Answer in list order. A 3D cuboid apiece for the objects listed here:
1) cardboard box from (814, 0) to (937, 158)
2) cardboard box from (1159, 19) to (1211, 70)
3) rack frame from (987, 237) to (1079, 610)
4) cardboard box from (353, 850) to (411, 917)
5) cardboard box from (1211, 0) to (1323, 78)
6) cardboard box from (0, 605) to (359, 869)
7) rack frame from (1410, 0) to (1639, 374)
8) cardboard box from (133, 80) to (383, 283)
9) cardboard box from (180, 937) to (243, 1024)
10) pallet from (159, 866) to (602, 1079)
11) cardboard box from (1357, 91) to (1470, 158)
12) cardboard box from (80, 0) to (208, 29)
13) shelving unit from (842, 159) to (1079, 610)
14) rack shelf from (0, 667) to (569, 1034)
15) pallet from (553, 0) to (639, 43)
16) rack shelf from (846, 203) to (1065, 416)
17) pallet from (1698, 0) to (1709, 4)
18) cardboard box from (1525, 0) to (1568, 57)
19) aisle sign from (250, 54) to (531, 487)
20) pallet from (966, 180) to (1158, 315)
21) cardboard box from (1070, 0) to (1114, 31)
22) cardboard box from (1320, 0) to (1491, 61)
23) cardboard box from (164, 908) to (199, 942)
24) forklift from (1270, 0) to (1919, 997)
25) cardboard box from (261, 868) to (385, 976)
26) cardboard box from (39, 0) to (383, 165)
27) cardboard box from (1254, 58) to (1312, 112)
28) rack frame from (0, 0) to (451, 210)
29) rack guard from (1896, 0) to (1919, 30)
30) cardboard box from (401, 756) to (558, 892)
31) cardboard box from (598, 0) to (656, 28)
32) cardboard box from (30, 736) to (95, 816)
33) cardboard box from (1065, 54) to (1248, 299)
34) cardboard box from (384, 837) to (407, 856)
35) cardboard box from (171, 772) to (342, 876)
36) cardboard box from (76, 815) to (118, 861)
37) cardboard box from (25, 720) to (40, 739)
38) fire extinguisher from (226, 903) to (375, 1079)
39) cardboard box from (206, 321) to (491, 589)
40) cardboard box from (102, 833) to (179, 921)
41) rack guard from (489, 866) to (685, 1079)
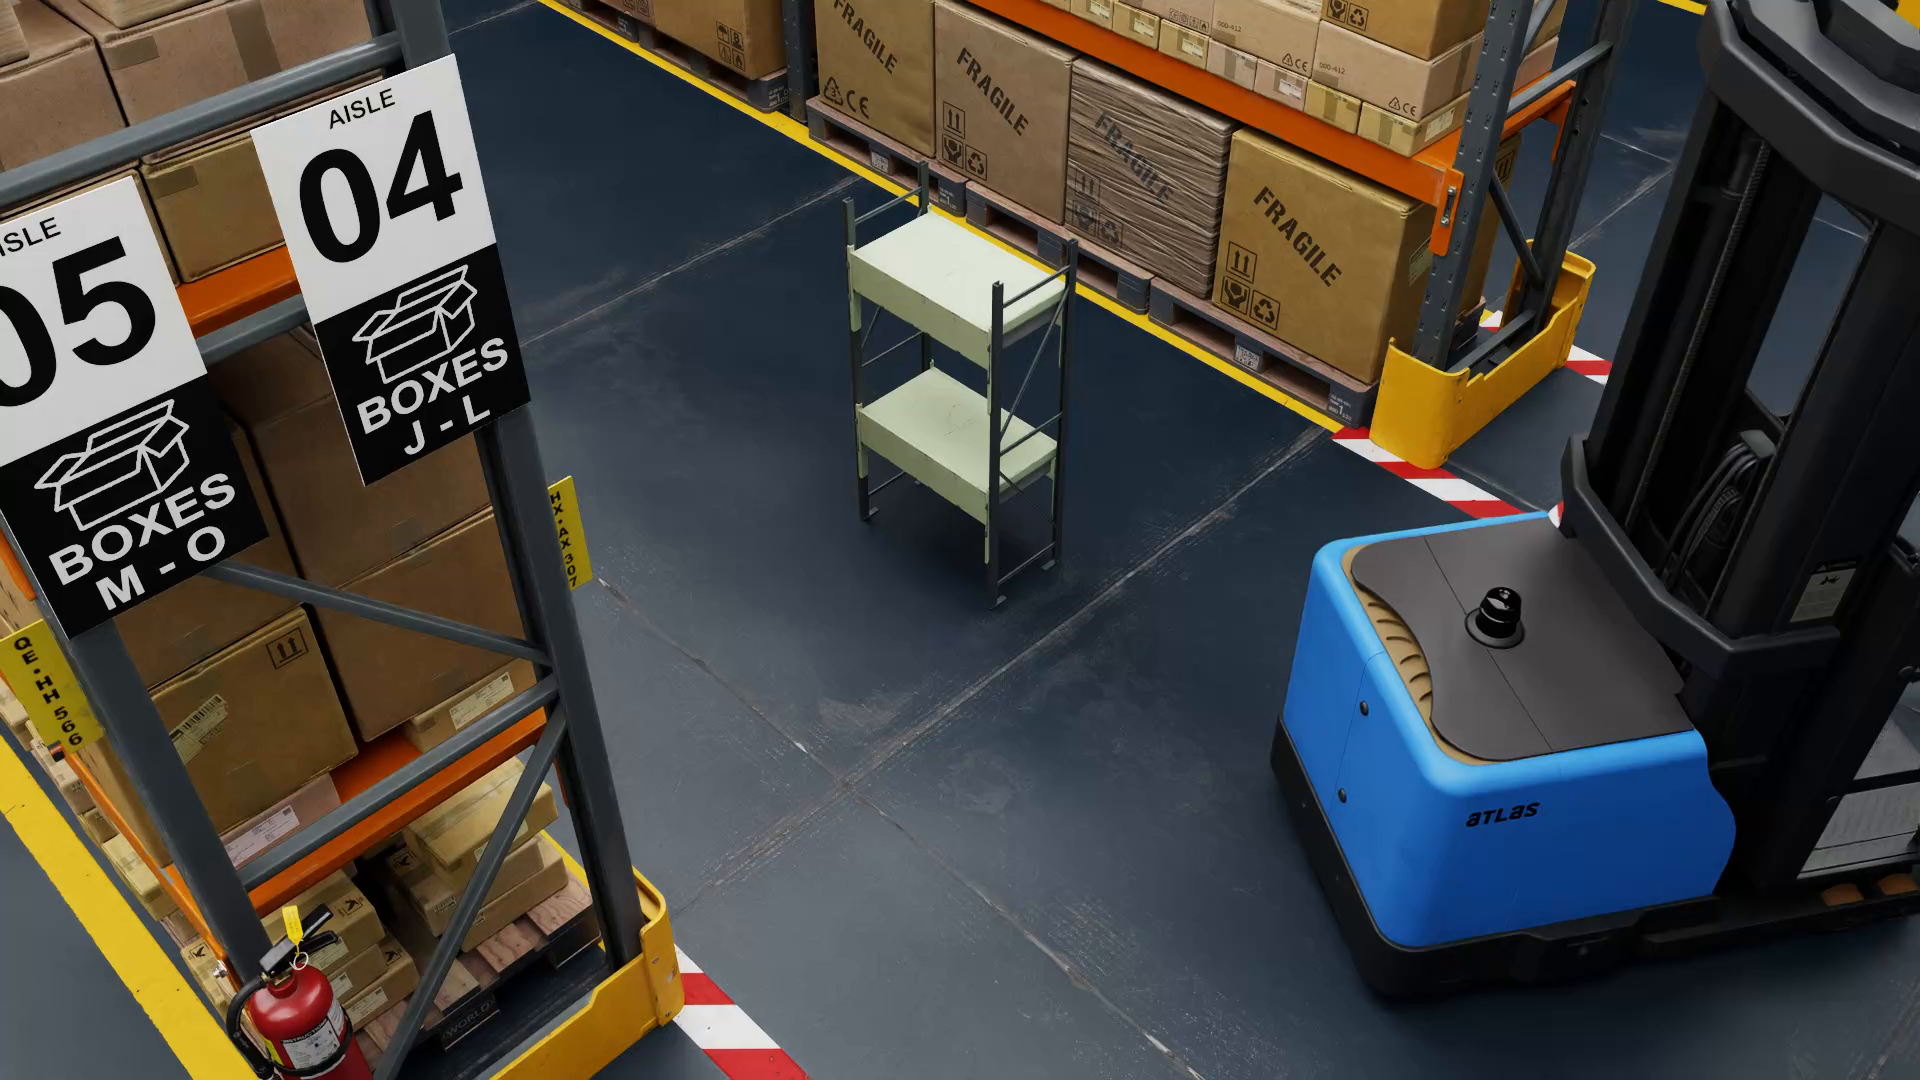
[{"bbox_3d":[-0.145,-2.696,8.713,0.875,0.875,0.875,-34,53,-31],"label":"cardboard box"},{"bbox_3d":[1.063,-2.166,7.069,0.250,0.149,0.380,33,52,31],"label":"cardboard box"},{"bbox_3d":[0.254,-0.378,6.054,0.400,1.500,0.023,-34,53,-31],"label":"rack frame"},{"bbox_3d":[-1.699,0.974,5.276,0.250,0.149,0.380,34,53,31],"label":"cardboard box"},{"bbox_3d":[1.382,-2.159,6.768,0.500,0.250,0.500,33,52,31],"label":"cardboard box"},{"bbox_3d":[-1.813,0.335,3.885,0.500,0.500,0.500,-33,52,-31],"label":"cardboard box"},{"bbox_3d":[2.270,-1.755,6.439,1.000,3.000,0.127,-34,53,-31],"label":"rack frame"},{"bbox_3d":[-1.449,-0.811,3.318,0.500,0.250,0.500,-32,52,-30],"label":"cardboard box"},{"bbox_3d":[-2.086,1.238,4.991,0.380,0.149,0.250,-32,52,-30],"label":"cardboard box"},{"bbox_3d":[-1.915,1.154,5.346,1.003,0.211,1.213,-34,53,-31],"label":"pallet"},{"bbox_3d":[1.786,-1.676,6.539,0.380,0.149,0.250,-33,52,-31],"label":"cardboard box"},{"bbox_3d":[-1.380,-1.068,2.934,0.250,0.149,0.380,34,52,31],"label":"cardboard box"},{"bbox_3d":[-0.005,-0.554,6.244,0.431,1.500,0.755,-34,53,-31],"label":"shelving unit"},{"bbox_3d":[-2.725,-0.123,5.203,1.077,0.370,4.000,-34,53,-31],"label":"rack shelf"},{"bbox_3d":[-2.019,-3.574,10.462,1.003,0.211,1.213,-34,53,-31],"label":"pallet"},{"bbox_3d":[-0.005,-0.841,5.980,0.431,0.370,0.720,-34,53,-31],"label":"rack shelf"},{"bbox_3d":[5.222,-3.520,10.404,1.003,0.211,1.213,-34,53,-31],"label":"pallet"},{"bbox_3d":[2.122,-2.169,6.779,0.500,0.250,0.500,33,52,30],"label":"cardboard box"},{"bbox_3d":[-1.049,-0.490,3.155,0.394,0.787,0.004,-34,53,-31],"label":"aisle sign"},{"bbox_3d":[0.793,-1.664,8.395,1.003,0.211,1.213,-34,53,-31],"label":"pallet"},{"bbox_3d":[0.706,-2.411,7.334,0.380,0.149,0.250,-33,52,-31],"label":"cardboard box"},{"bbox_3d":[1.740,-2.193,6.252,0.500,0.500,0.500,-33,52,-31],"label":"cardboard box"},{"bbox_3d":[-2.256,0.991,5.039,0.250,0.149,0.380,32,52,30],"label":"cardboard box"},{"bbox_3d":[2.652,-0.159,4.762,3.031,2.935,1.130,-8,43,-8],"label":"forklift"},{"bbox_3d":[-1.866,1.115,4.686,0.380,0.149,0.250,-33,52,-31],"label":"cardboard box"},{"bbox_3d":[-1.446,-0.997,3.151,0.500,0.250,0.500,-33,52,-31],"label":"cardboard box"},{"bbox_3d":[1.423,-1.922,6.805,0.380,0.149,0.250,-34,52,-31],"label":"cardboard box"},{"bbox_3d":[-1.313,-1.630,1.883,1.000,3.000,0.127,-34,53,-31],"label":"rack frame"},{"bbox_3d":[5.803,-3.206,9.851,1.175,0.500,0.348,-34,53,-31],"label":"rack guard"},{"bbox_3d":[-1.442,0.833,4.991,0.250,0.149,0.380,32,51,30],"label":"cardboard box"},{"bbox_3d":[-1.652,-3.778,9.885,0.875,0.875,1.225,32,52,30],"label":"cardboard box"},{"bbox_3d":[-2.643,0.646,5.194,0.380,0.149,0.250,-32,52,-30],"label":"cardboard box"},{"bbox_3d":[1.119,-1.836,7.782,0.875,0.875,0.875,-34,53,-31],"label":"cardboard box"},{"bbox_3d":[-1.655,0.823,5.221,0.250,0.149,0.380,34,52,31],"label":"cardboard box"},{"bbox_3d":[-1.743,0.644,4.028,0.380,0.149,0.250,-34,53,-31],"label":"cardboard box"},{"bbox_3d":[-2.619,0.865,5.395,0.250,0.149,0.380,32,51,30],"label":"cardboard box"},{"bbox_3d":[-2.799,0.617,5.445,0.380,0.149,0.250,-31,51,-29],"label":"cardboard box"},{"bbox_3d":[-1.462,1.081,3.702,0.296,0.674,0.183,-34,53,-31],"label":"fire extinguisher"},{"bbox_3d":[-1.442,-0.283,3.816,0.500,0.500,0.500,34,52,31],"label":"cardboard box"},{"bbox_3d":[-2.276,0.903,4.915,0.250,0.149,0.380,33,52,31],"label":"cardboard box"},{"bbox_3d":[-1.367,1.455,4.807,1.175,0.500,0.348,-34,53,-31],"label":"rack guard"}]
